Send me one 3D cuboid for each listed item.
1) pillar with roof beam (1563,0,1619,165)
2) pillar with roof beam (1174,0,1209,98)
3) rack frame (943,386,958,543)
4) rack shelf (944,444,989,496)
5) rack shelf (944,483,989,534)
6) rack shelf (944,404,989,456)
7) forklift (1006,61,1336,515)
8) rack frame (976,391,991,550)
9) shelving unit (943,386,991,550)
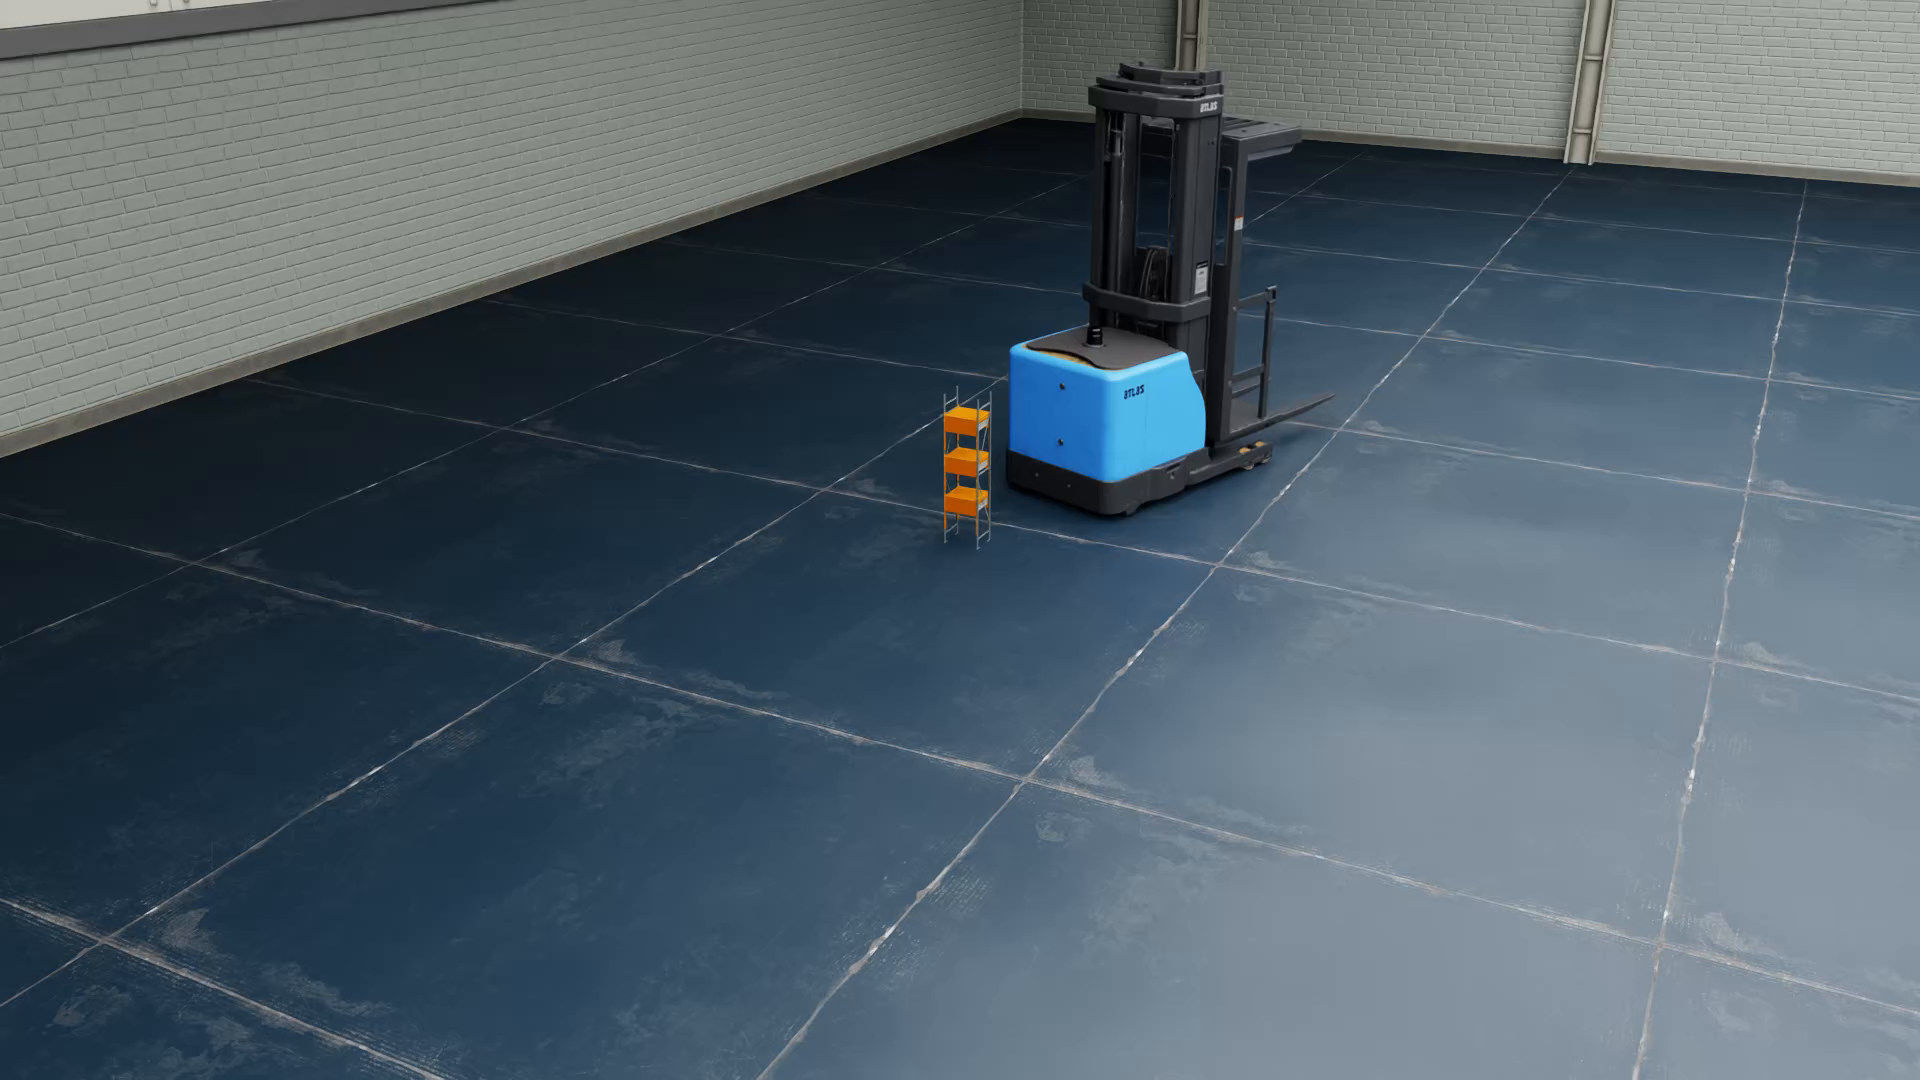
[{"bbox_3d":[7.046,-8.124,18.853,0.400,9.000,9.100,11,25,25],"label":"pillar with roof beam"},{"bbox_3d":[1.691,-9.183,21.345,0.400,9.000,9.100,11,25,25],"label":"pillar with roof beam"},{"bbox_3d":[-0.061,-0.495,11.073,0.008,1.050,0.200,11,25,25],"label":"rack frame"},{"bbox_3d":[0.048,-0.464,11.026,0.240,0.259,0.215,11,25,25],"label":"rack shelf"},{"bbox_3d":[0.048,-0.208,11.135,0.240,0.259,0.215,11,25,25],"label":"rack shelf"},{"bbox_3d":[0.048,-0.725,10.915,0.240,0.259,0.215,11,25,25],"label":"rack shelf"},{"bbox_3d":[1.733,-2.002,12.212,3.031,2.935,1.130,-21,31,-40],"label":"forklift"},{"bbox_3d":[0.157,-0.452,10.972,0.008,1.050,0.200,11,25,25],"label":"rack frame"},{"bbox_3d":[0.048,-0.474,11.022,0.252,1.050,0.215,11,25,25],"label":"shelving unit"}]
